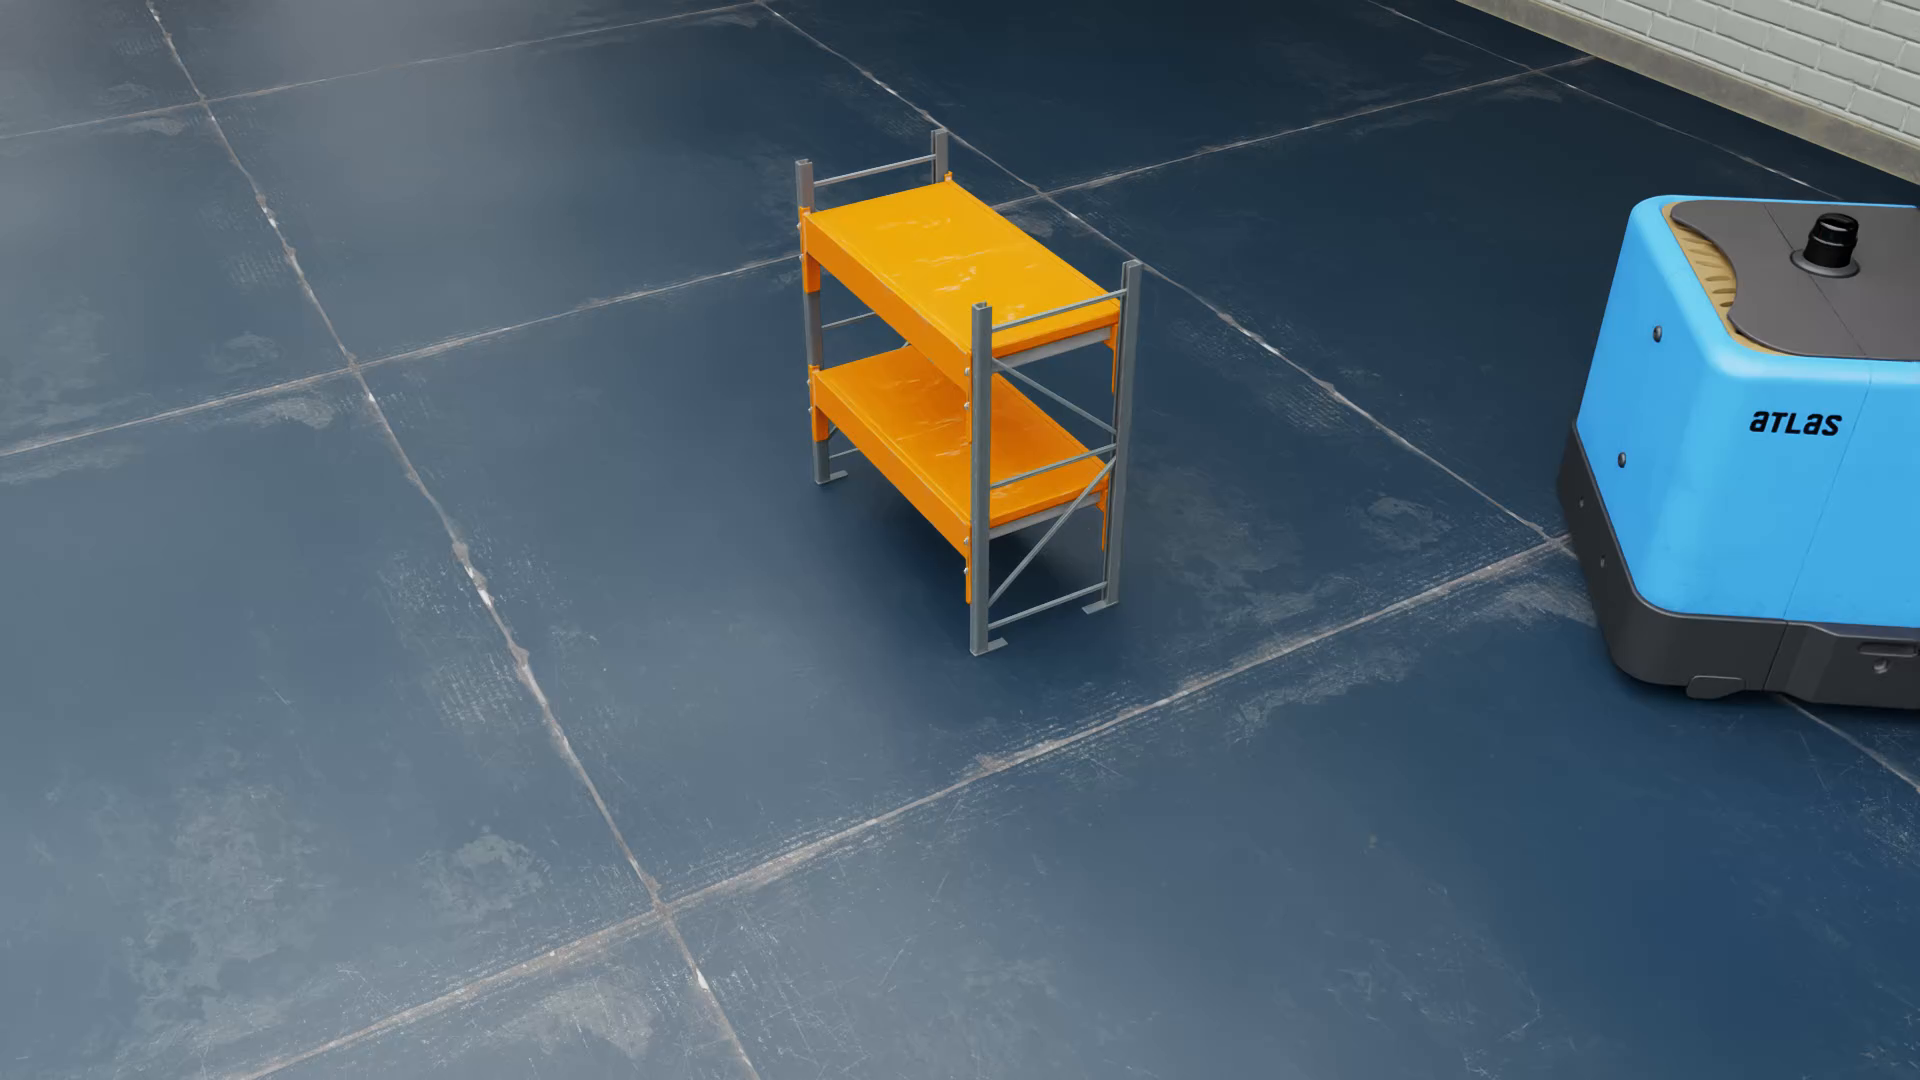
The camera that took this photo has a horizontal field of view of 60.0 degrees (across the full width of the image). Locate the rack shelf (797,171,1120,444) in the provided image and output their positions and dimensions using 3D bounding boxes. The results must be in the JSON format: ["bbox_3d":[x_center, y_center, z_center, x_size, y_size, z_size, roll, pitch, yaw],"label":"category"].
[{"bbox_3d":[-0.003,-0.694,4.750,0.538,0.278,1.000,-19,40,-24],"label":"rack shelf"}]

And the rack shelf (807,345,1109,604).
[{"bbox_3d":[-0.003,-0.260,5.067,0.538,0.278,1.000,-19,40,-24],"label":"rack shelf"}]

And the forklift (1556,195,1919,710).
[{"bbox_3d":[3.383,-0.951,4.067,3.031,2.935,1.130,3,36,5],"label":"forklift"}]

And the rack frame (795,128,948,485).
[{"bbox_3d":[-0.259,-0.717,5.278,0.500,1.125,0.032,-19,40,-24],"label":"rack frame"}]

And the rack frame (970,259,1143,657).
[{"bbox_3d":[0.252,-0.198,4.568,0.500,1.125,0.032,-19,40,-24],"label":"rack frame"}]

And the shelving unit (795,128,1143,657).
[{"bbox_3d":[-0.003,-0.458,4.923,0.538,1.125,1.048,-19,40,-24],"label":"shelving unit"}]
